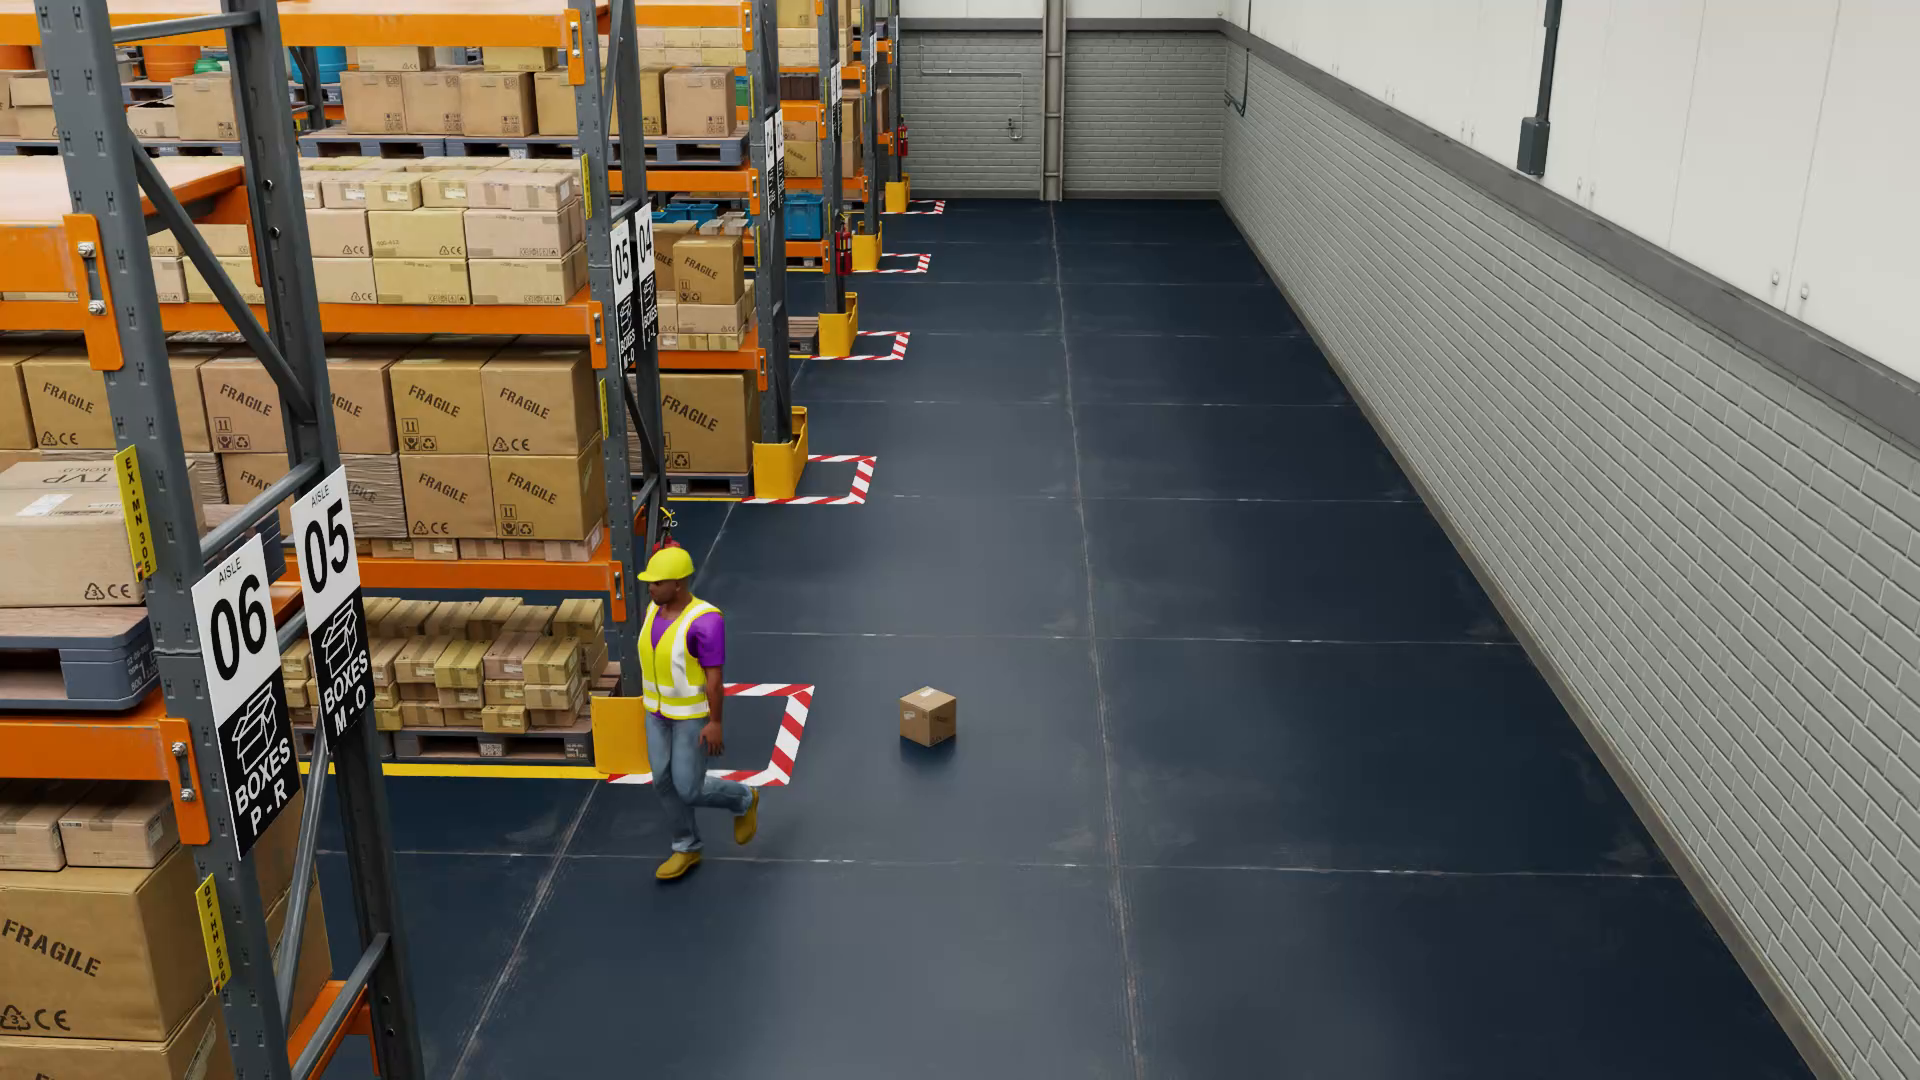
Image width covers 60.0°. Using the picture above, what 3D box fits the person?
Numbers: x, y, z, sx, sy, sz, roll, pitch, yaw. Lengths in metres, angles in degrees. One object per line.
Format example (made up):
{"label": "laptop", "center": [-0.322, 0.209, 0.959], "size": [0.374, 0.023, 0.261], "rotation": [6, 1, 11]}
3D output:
{"label": "person", "center": [-1.434, 0.898, 8.670], "size": [0.613, 1.707, 0.622], "rotation": [15, 25, 34]}
